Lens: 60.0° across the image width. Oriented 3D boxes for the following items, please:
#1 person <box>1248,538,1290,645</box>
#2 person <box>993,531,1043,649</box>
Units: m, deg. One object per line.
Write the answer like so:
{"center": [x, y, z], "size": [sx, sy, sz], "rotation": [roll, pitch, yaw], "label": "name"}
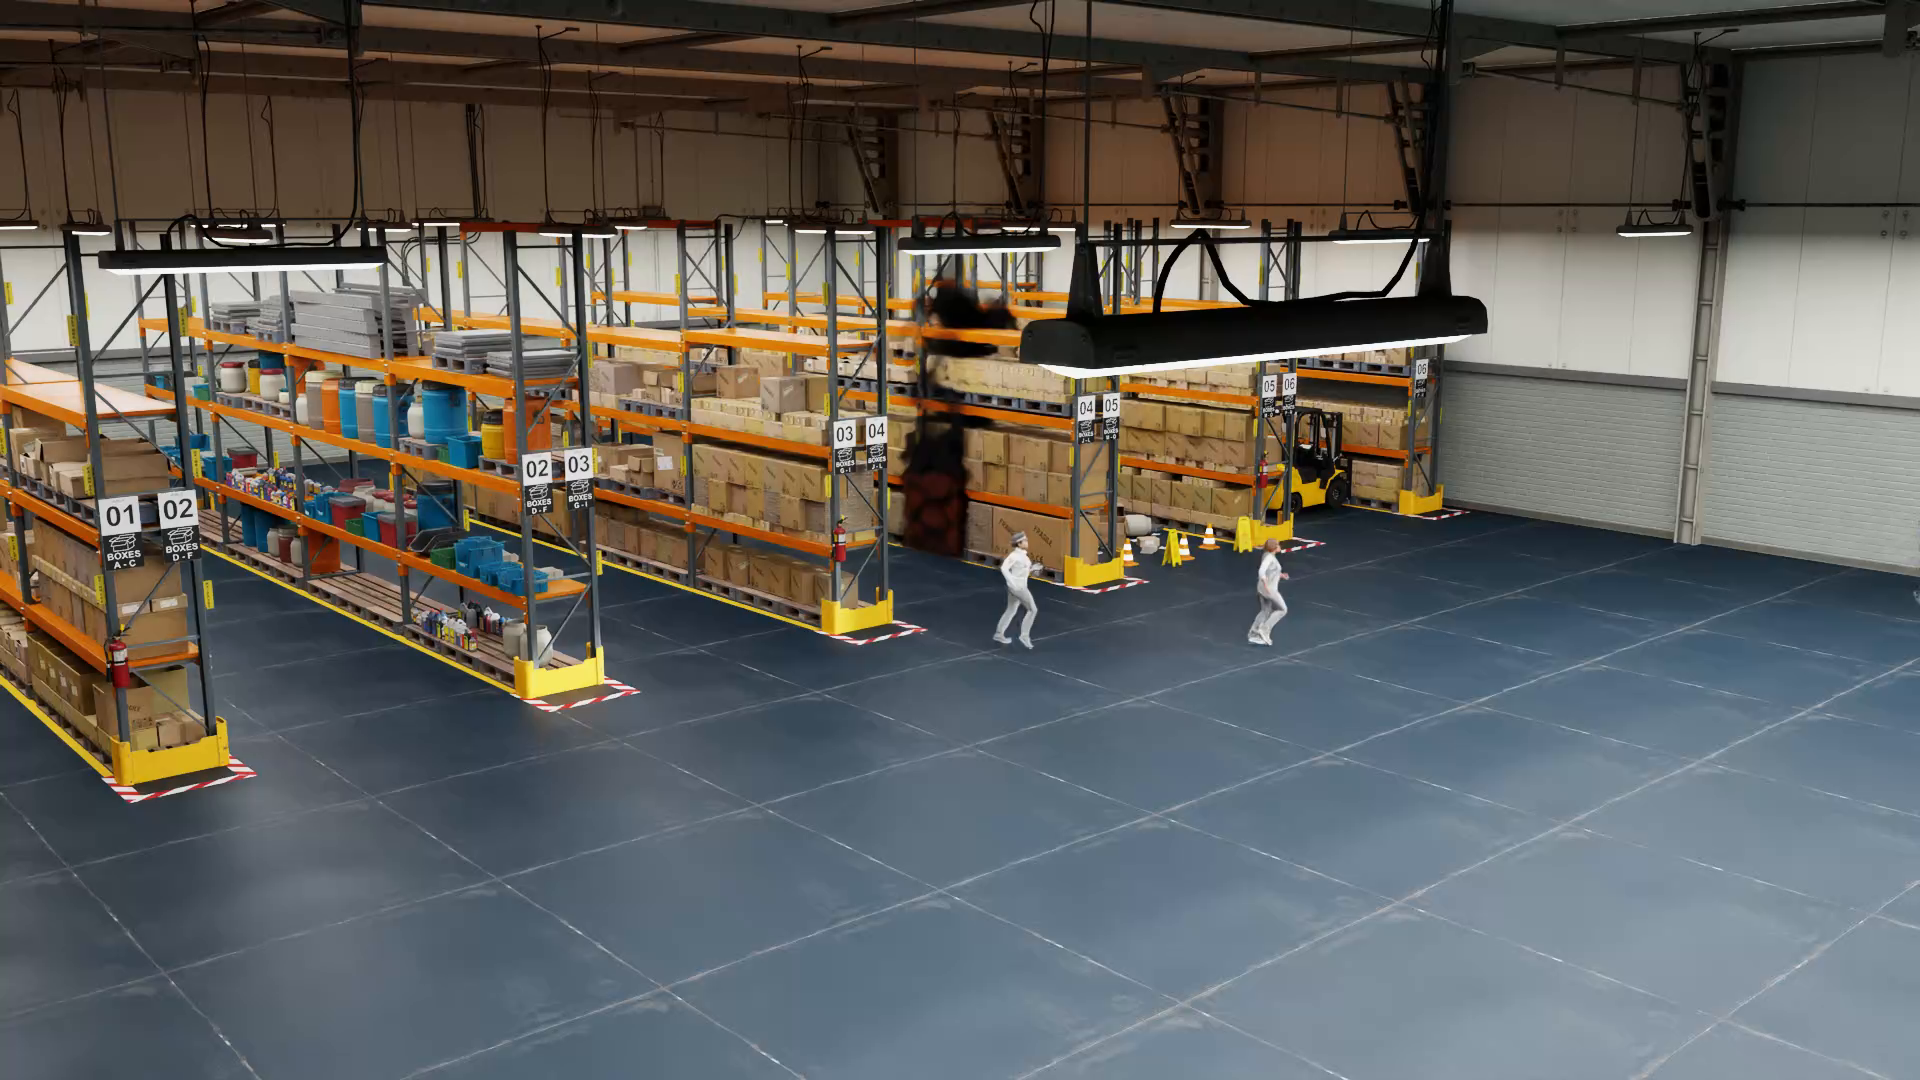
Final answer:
{"center": [4.511, 0.738, 24.184], "size": [0.622, 1.569, 0.538], "rotation": [-1, 11, -5], "label": "person"}
{"center": [0.837, 0.726, 24.074], "size": [0.729, 1.751, 0.578], "rotation": [0, 11, -1], "label": "person"}
